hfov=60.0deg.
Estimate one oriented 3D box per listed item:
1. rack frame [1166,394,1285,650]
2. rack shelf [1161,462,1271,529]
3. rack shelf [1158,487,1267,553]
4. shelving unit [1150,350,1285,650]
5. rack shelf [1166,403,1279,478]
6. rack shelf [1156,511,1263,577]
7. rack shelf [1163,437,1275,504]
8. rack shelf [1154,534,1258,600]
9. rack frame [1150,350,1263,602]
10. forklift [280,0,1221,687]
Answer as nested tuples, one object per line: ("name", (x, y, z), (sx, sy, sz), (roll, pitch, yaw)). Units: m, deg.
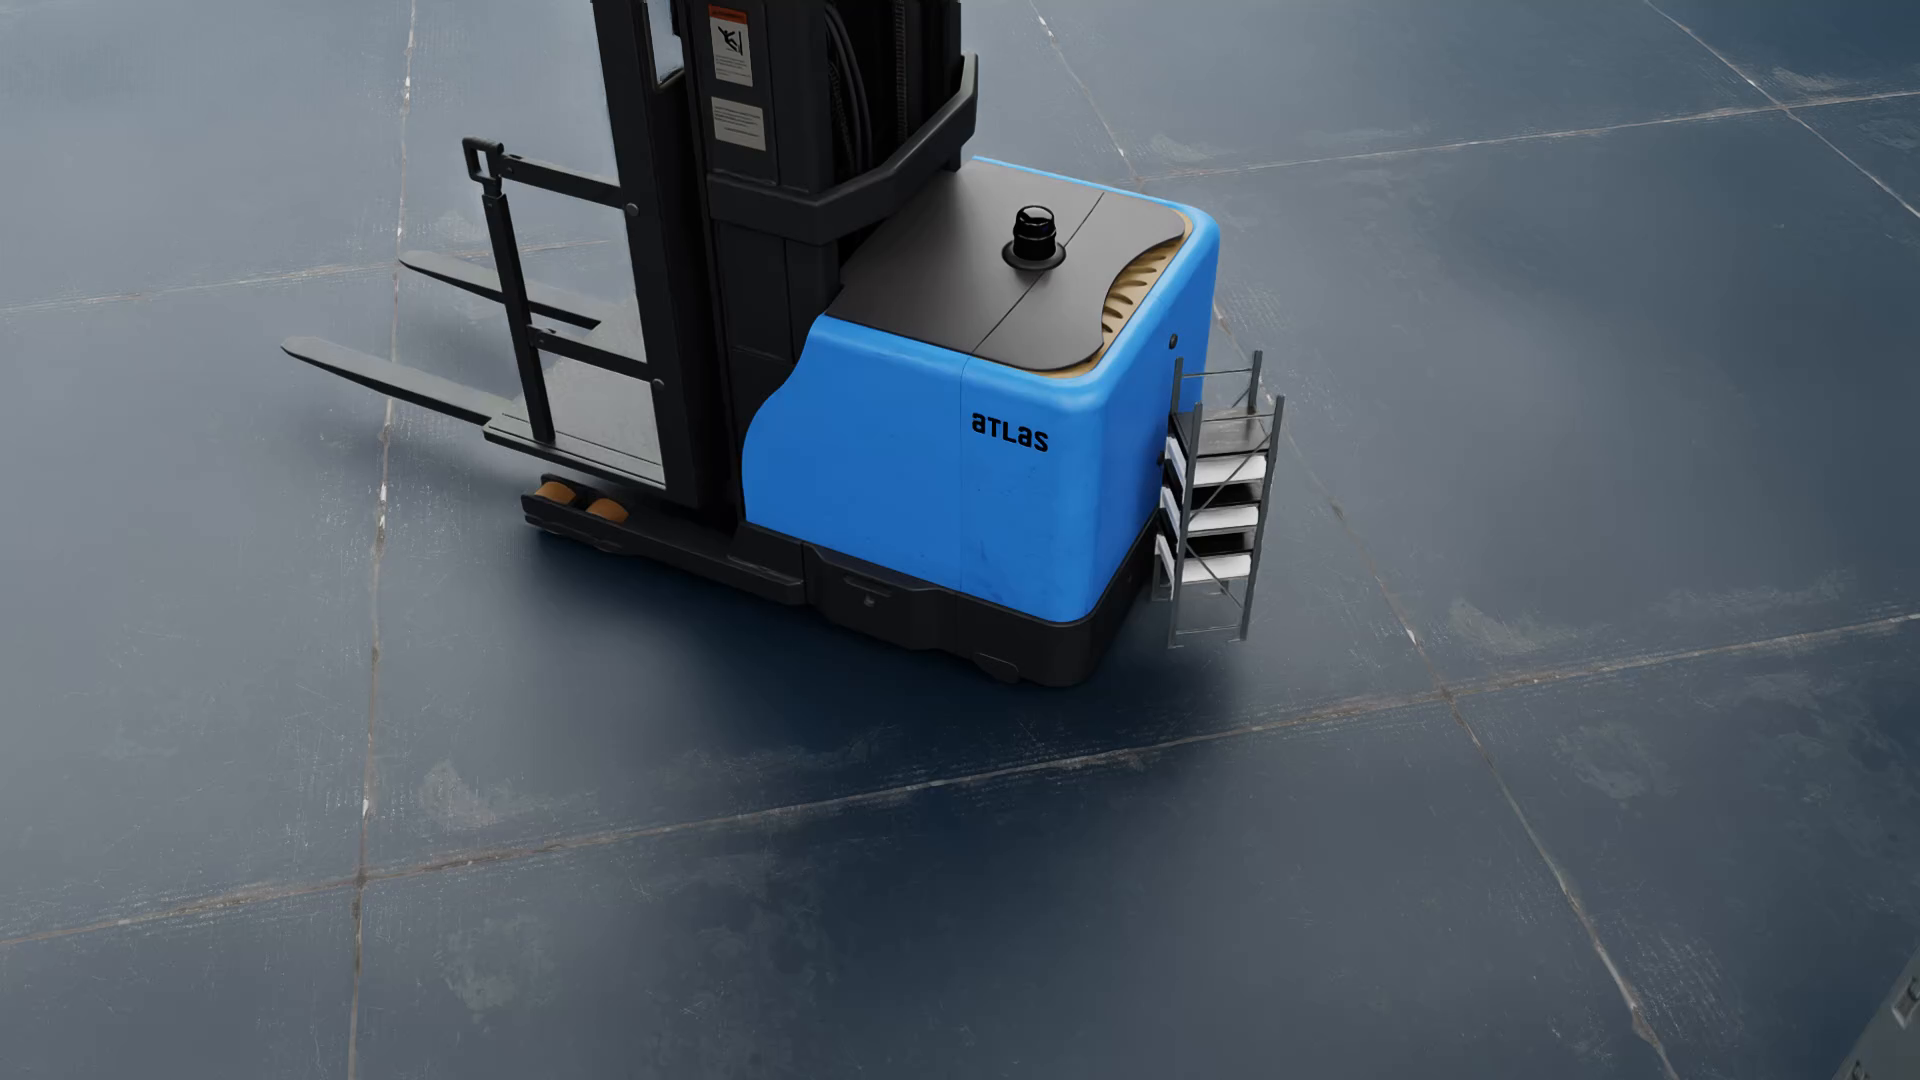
("rack frame", (0.726, -0.028, 4.604), (0.240, 0.900, 0.006), (-6, 42, -6))
("rack shelf", (0.711, -0.138, 4.642), (0.258, 0.077, 0.200), (-6, 42, -6))
("rack shelf", (0.711, -0.070, 4.701), (0.258, 0.077, 0.200), (-6, 42, -6))
("shelving unit", (0.711, -0.095, 4.679), (0.258, 0.900, 0.210), (-6, 42, -6))
("rack shelf", (0.711, -0.272, 4.522), (0.258, 0.077, 0.200), (-6, 42, -6))
("rack shelf", (0.711, -0.003, 4.761), (0.258, 0.077, 0.200), (-6, 42, -6))
("rack shelf", (0.711, -0.205, 4.582), (0.258, 0.077, 0.200), (-6, 42, -6))
("rack shelf", (0.711, 0.064, 4.821), (0.258, 0.077, 0.200), (-6, 42, -6))
("rack frame", (0.695, -0.162, 4.754), (0.240, 0.900, 0.006), (-6, 42, -6))
("forklift", (-0.808, -1.355, 4.568), (3.031, 2.935, 1.130), (18, 45, 19))
